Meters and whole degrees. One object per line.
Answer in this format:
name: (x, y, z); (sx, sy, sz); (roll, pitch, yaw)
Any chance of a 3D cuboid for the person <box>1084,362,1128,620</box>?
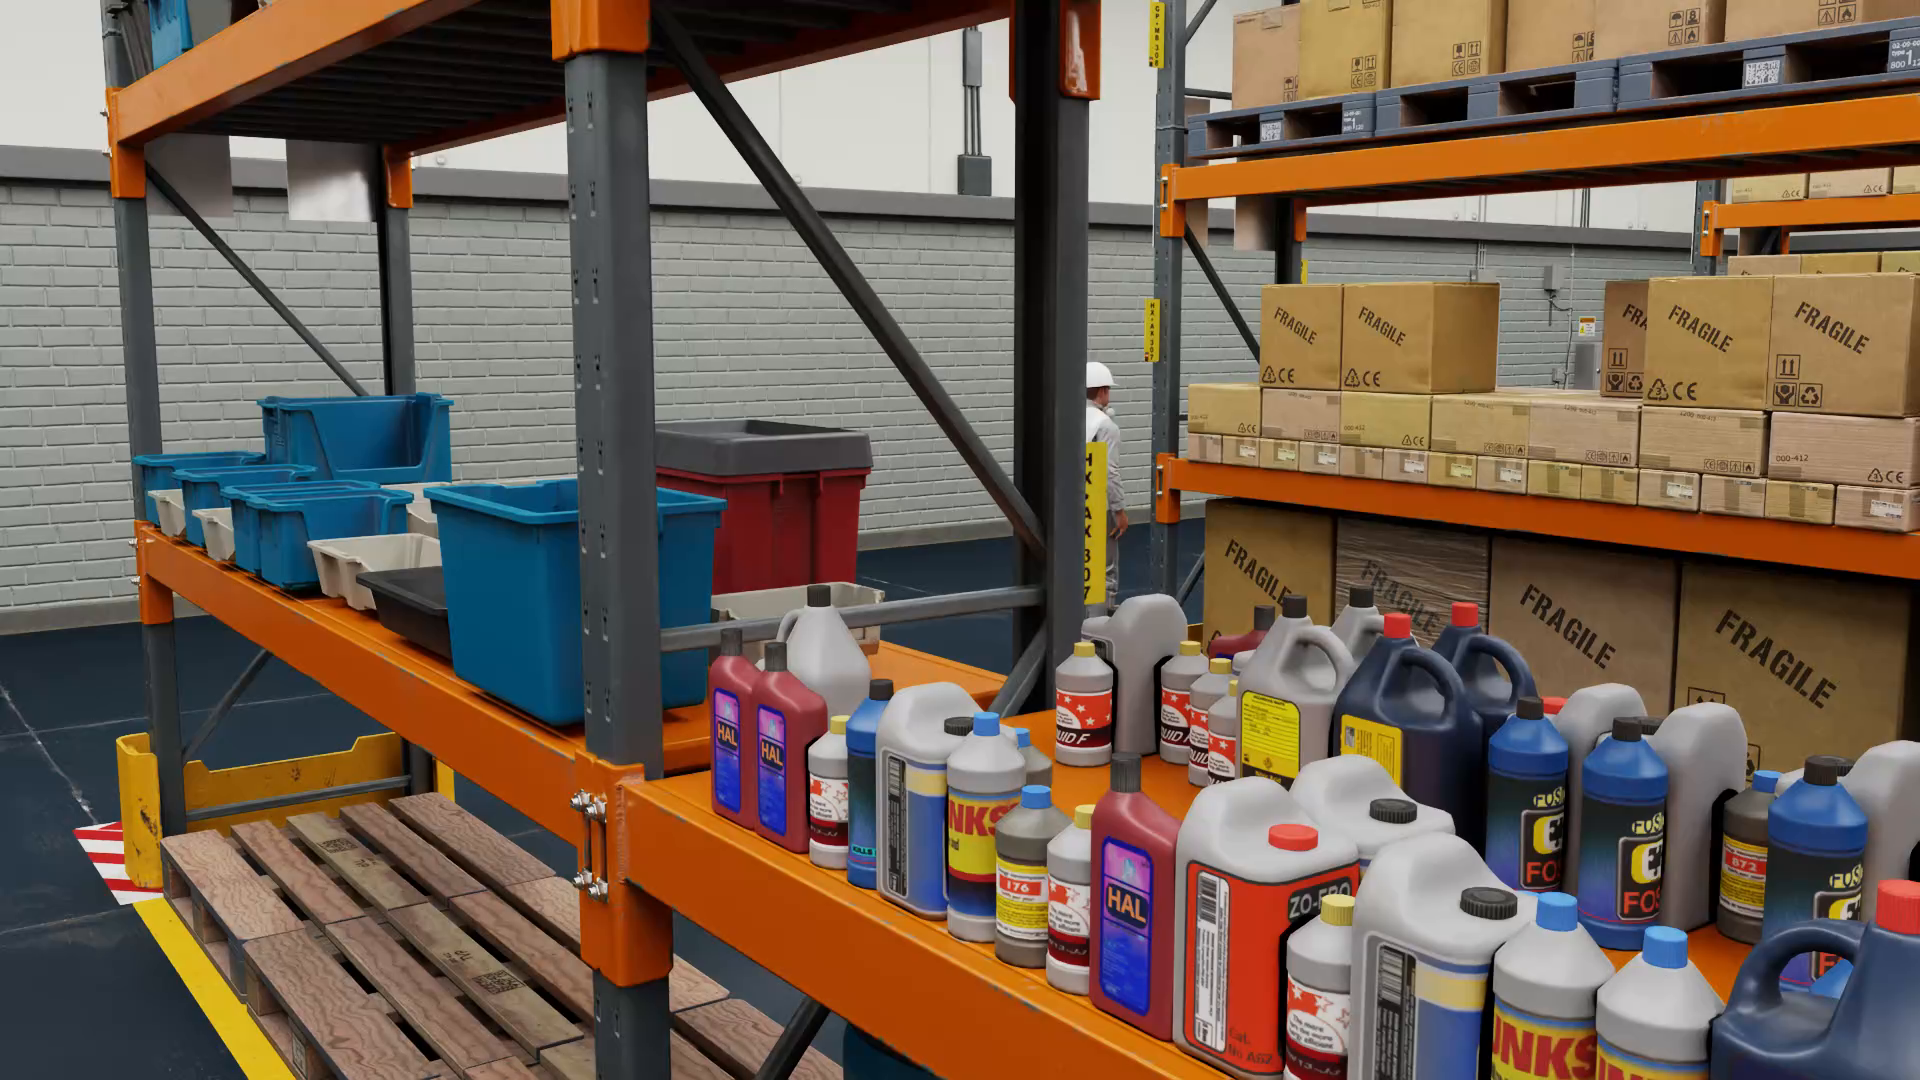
person: (0.767, -0.179, 10.020); (0.464, 1.772, 0.589); (-6, 10, -37)
